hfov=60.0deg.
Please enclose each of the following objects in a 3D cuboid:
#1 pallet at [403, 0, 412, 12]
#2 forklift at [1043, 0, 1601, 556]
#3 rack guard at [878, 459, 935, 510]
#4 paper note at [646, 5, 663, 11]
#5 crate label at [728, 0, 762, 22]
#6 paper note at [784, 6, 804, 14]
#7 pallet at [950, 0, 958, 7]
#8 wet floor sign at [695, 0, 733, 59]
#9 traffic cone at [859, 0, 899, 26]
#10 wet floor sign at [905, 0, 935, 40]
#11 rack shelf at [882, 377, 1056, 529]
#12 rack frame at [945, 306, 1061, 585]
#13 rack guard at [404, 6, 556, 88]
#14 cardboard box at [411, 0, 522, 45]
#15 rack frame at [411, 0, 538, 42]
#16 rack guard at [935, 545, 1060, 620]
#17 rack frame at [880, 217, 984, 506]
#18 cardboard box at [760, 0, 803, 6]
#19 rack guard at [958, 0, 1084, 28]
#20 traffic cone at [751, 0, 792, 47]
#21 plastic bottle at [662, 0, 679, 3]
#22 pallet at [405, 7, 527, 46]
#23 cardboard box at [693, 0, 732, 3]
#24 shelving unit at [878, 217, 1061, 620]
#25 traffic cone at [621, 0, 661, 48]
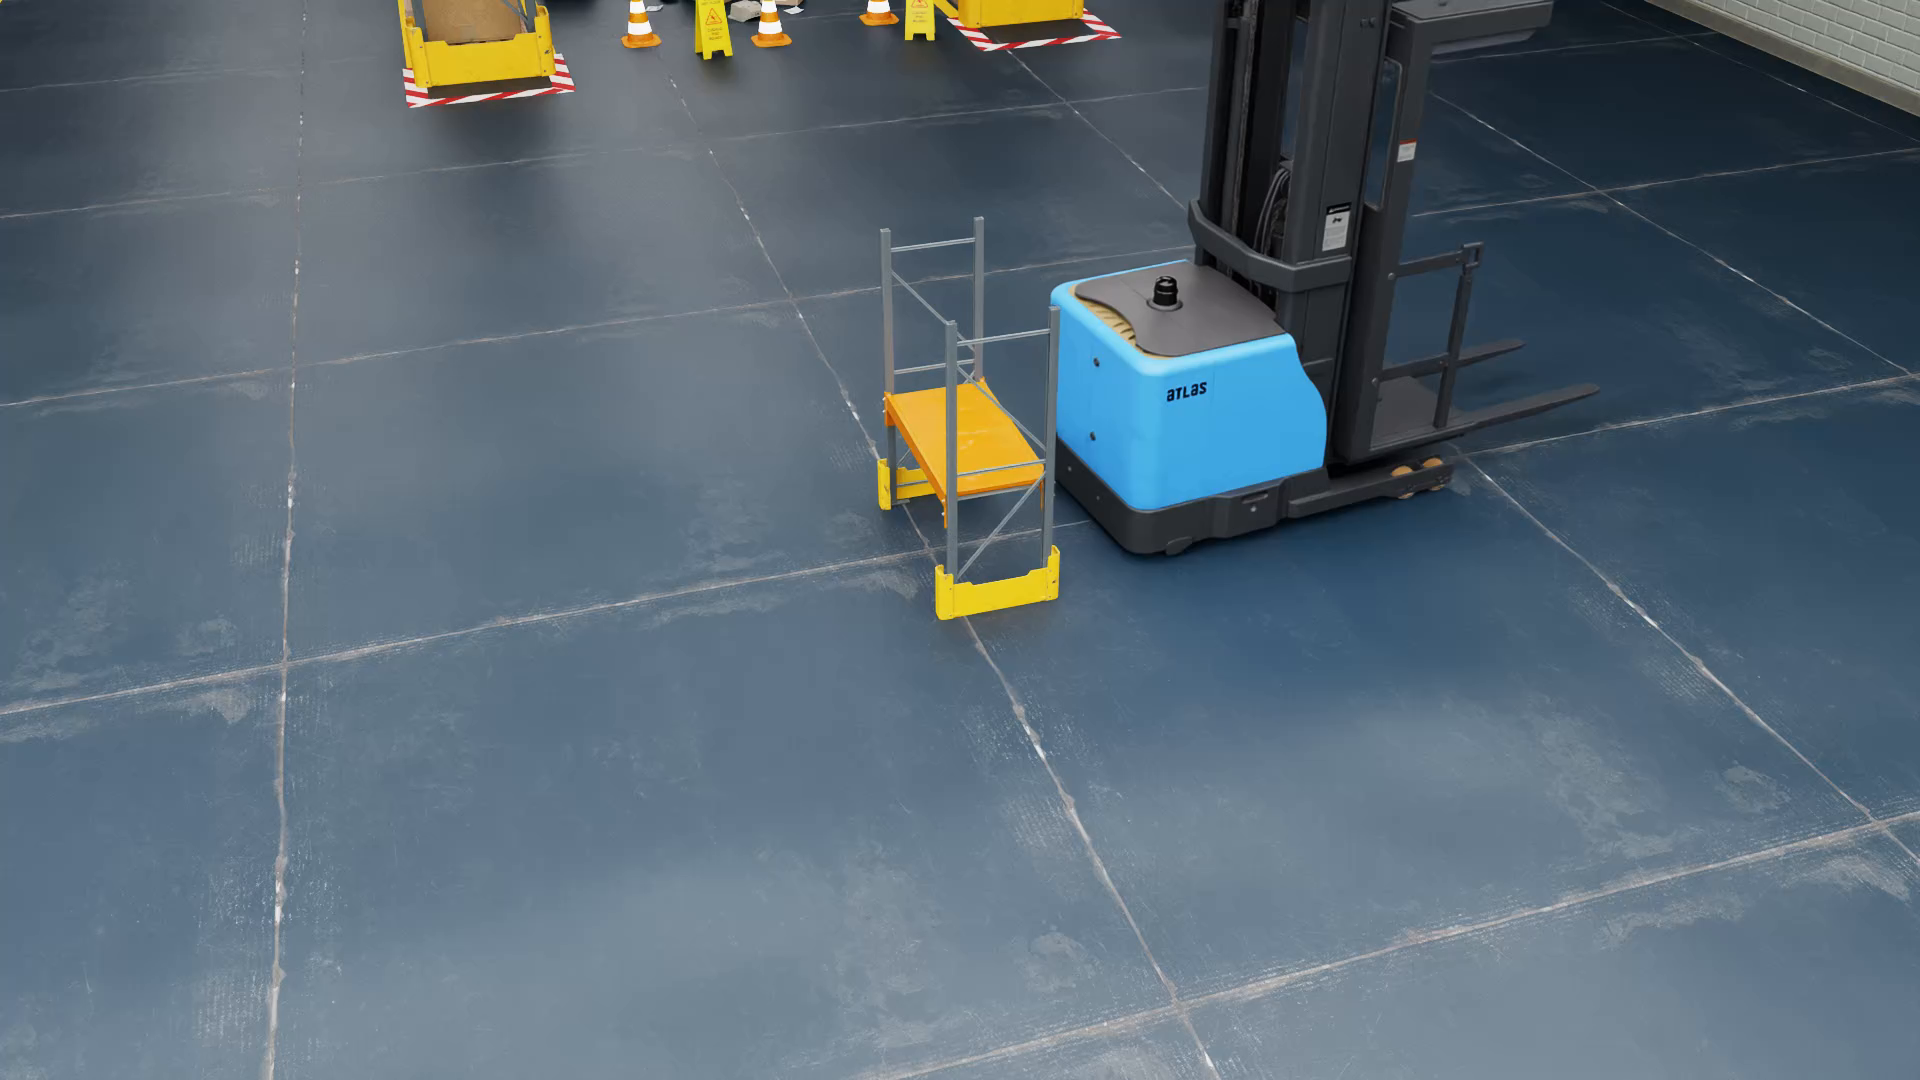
[{"bbox_3d":[-4.771,-5.141,15.838,1.003,0.211,1.213,-10,35,-15],"label":"pallet"},{"bbox_3d":[1.995,-1.685,8.141,3.031,2.935,1.130,-14,36,-20],"label":"forklift"},{"bbox_3d":[-0.129,-0.326,8.516,0.587,0.250,0.087,-10,35,-15],"label":"rack guard"},{"bbox_3d":[-2.933,-5.105,15.950,0.144,0.017,0.142,1,33,2],"label":"paper note"},{"bbox_3d":[-2.013,-4.995,15.685,0.298,0.136,0.250,27,42,34],"label":"crate label"},{"bbox_3d":[-1.585,-5.066,15.889,0.148,0.019,0.142,-23,40,-31],"label":"paper note"},{"bbox_3d":[0.361,-5.452,16.310,1.003,0.211,1.213,-10,35,-15],"label":"pallet"},{"bbox_3d":[-2.190,-4.593,14.616,0.267,0.644,0.232,-16,37,-23],"label":"wet floor sign"},{"bbox_3d":[-0.761,-5.094,15.539,0.336,0.463,0.334,-10,35,-15],"label":"traffic cone"},{"bbox_3d":[-0.362,-4.881,15.052,0.267,0.644,0.232,1,33,2],"label":"wet floor sign"},{"bbox_3d":[0.026,-0.431,7.868,0.538,0.185,1.000,-10,35,-15],"label":"rack shelf"},{"bbox_3d":[0.181,-0.314,7.365,0.500,1.500,0.032,-10,35,-15],"label":"rack frame"},{"bbox_3d":[-4.077,-4.202,14.156,1.175,0.500,0.348,-10,35,-15],"label":"rack guard"},{"bbox_3d":[-4.354,-4.892,14.478,0.875,0.875,0.875,-10,35,-14],"label":"cardboard box"},{"bbox_3d":[-4.085,-5.258,13.486,1.000,3.000,0.127,-10,35,-15],"label":"rack frame"},{"bbox_3d":[0.175,0.197,7.725,0.587,0.250,0.087,-10,35,-15],"label":"rack guard"},{"bbox_3d":[-0.129,-0.848,8.173,0.500,1.500,0.032,-10,35,-15],"label":"rack frame"},{"bbox_3d":[-1.725,-5.302,16.139,0.380,0.149,0.250,7,34,10],"label":"cardboard box"},{"bbox_3d":[0.576,-5.140,15.576,1.175,0.500,0.348,-10,35,-15],"label":"rack guard"},{"bbox_3d":[-1.714,-4.729,14.986,0.336,0.463,0.334,-10,35,-15],"label":"traffic cone"},{"bbox_3d":[-2.871,-5.308,16.227,0.133,0.061,0.283,-23,40,-31],"label":"plastic bottle"},{"bbox_3d":[-4.403,-4.501,14.870,1.003,0.211,1.213,-10,35,-15],"label":"pallet"},{"bbox_3d":[-2.348,-5.598,16.266,0.637,0.503,0.797,19,38,26],"label":"cardboard box"},{"bbox_3d":[0.023,-0.586,7.776,0.587,1.500,1.083,-10,35,-15],"label":"shelving unit"},{"bbox_3d":[-2.894,-4.717,14.969,0.336,0.463,0.334,-10,35,-15],"label":"traffic cone"}]
